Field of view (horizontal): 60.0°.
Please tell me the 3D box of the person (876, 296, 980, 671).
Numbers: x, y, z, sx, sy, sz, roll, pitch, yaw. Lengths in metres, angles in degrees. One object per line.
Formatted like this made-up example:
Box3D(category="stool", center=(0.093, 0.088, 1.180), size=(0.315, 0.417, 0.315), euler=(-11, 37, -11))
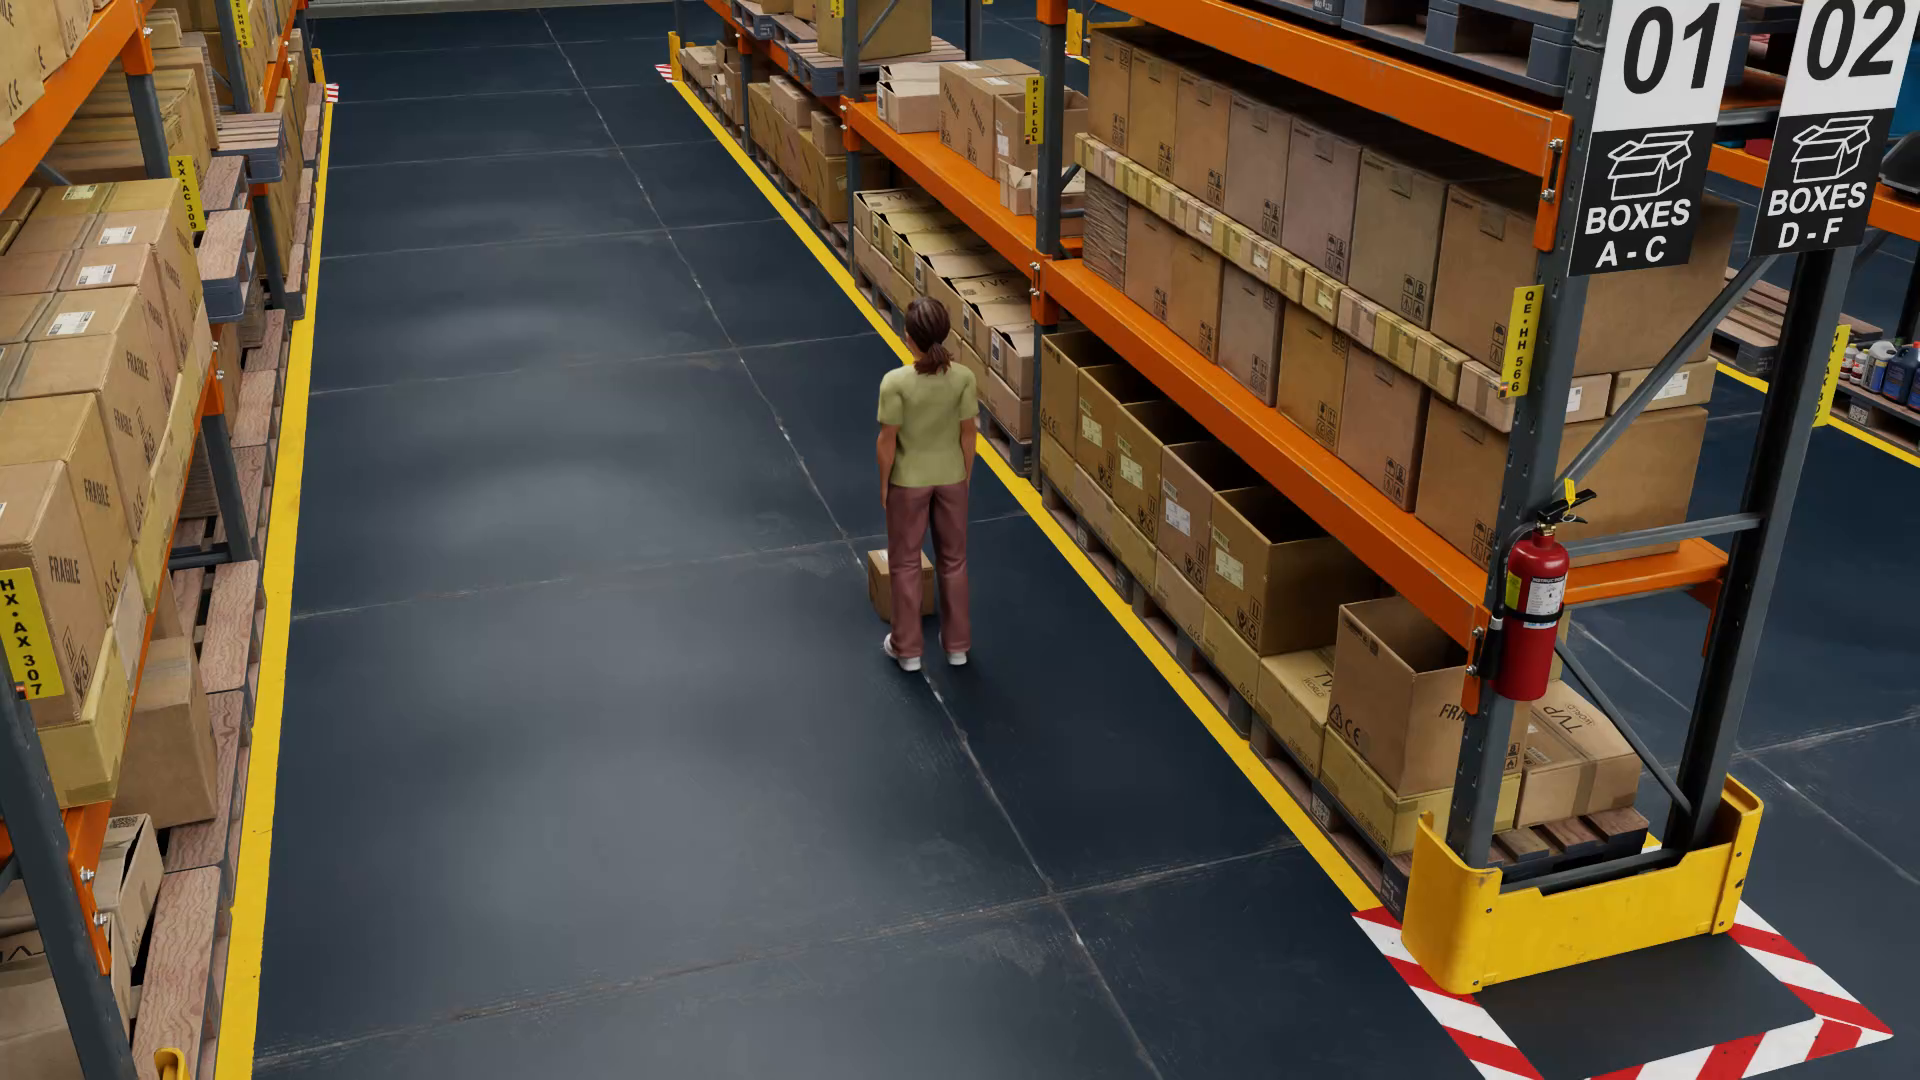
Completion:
Box3D(category="person", center=(-0.142, -0.226, 7.077), size=(0.439, 1.673, 0.359), euler=(-7, 27, -14))
